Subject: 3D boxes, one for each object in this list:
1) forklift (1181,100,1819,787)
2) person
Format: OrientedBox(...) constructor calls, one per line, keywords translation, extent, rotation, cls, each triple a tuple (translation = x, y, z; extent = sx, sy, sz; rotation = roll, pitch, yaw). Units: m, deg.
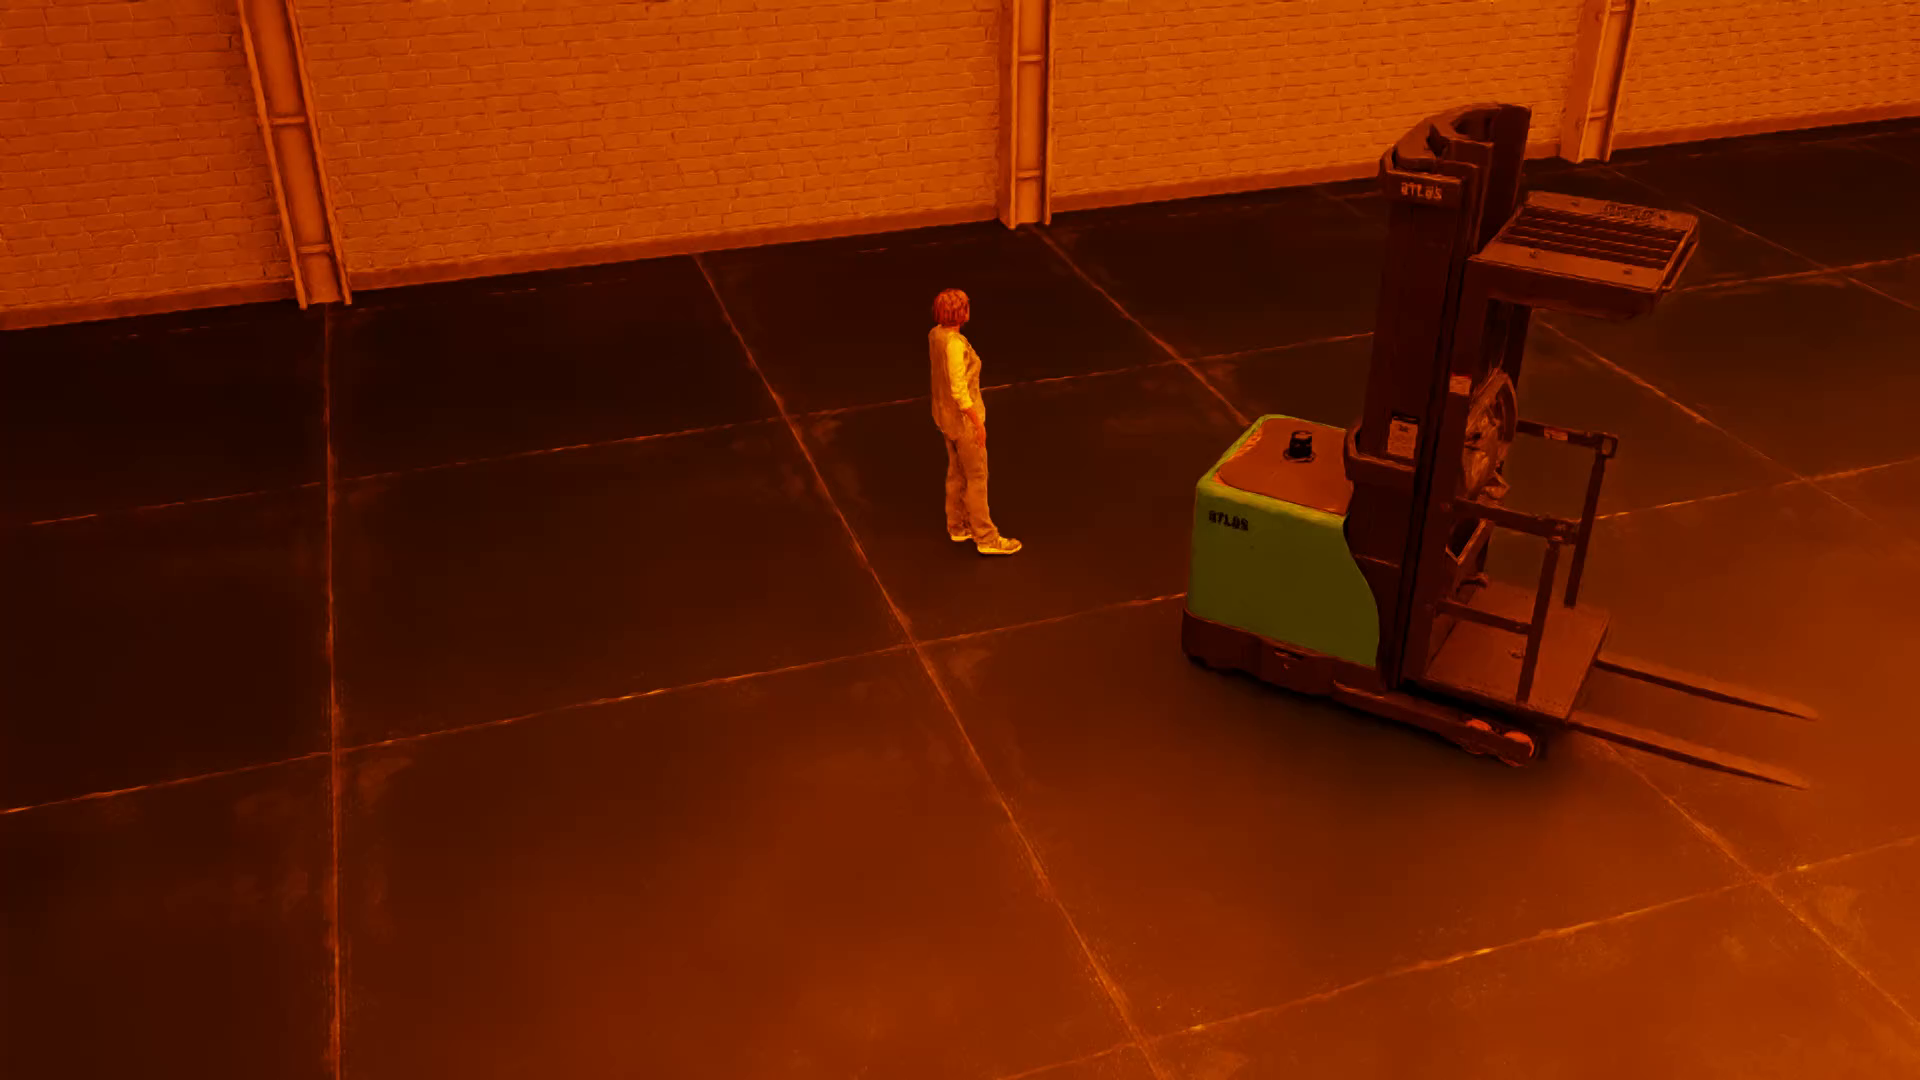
OrientedBox(translation=(2.716, -0.473, 7.909), extent=(3.031, 2.935, 1.130), rotation=(16, 34, 26), cls="forklift")
OrientedBox(translation=(0.075, -0.704, 9.633), extent=(0.474, 1.597, 0.521), rotation=(-10, 31, -16), cls="person")
